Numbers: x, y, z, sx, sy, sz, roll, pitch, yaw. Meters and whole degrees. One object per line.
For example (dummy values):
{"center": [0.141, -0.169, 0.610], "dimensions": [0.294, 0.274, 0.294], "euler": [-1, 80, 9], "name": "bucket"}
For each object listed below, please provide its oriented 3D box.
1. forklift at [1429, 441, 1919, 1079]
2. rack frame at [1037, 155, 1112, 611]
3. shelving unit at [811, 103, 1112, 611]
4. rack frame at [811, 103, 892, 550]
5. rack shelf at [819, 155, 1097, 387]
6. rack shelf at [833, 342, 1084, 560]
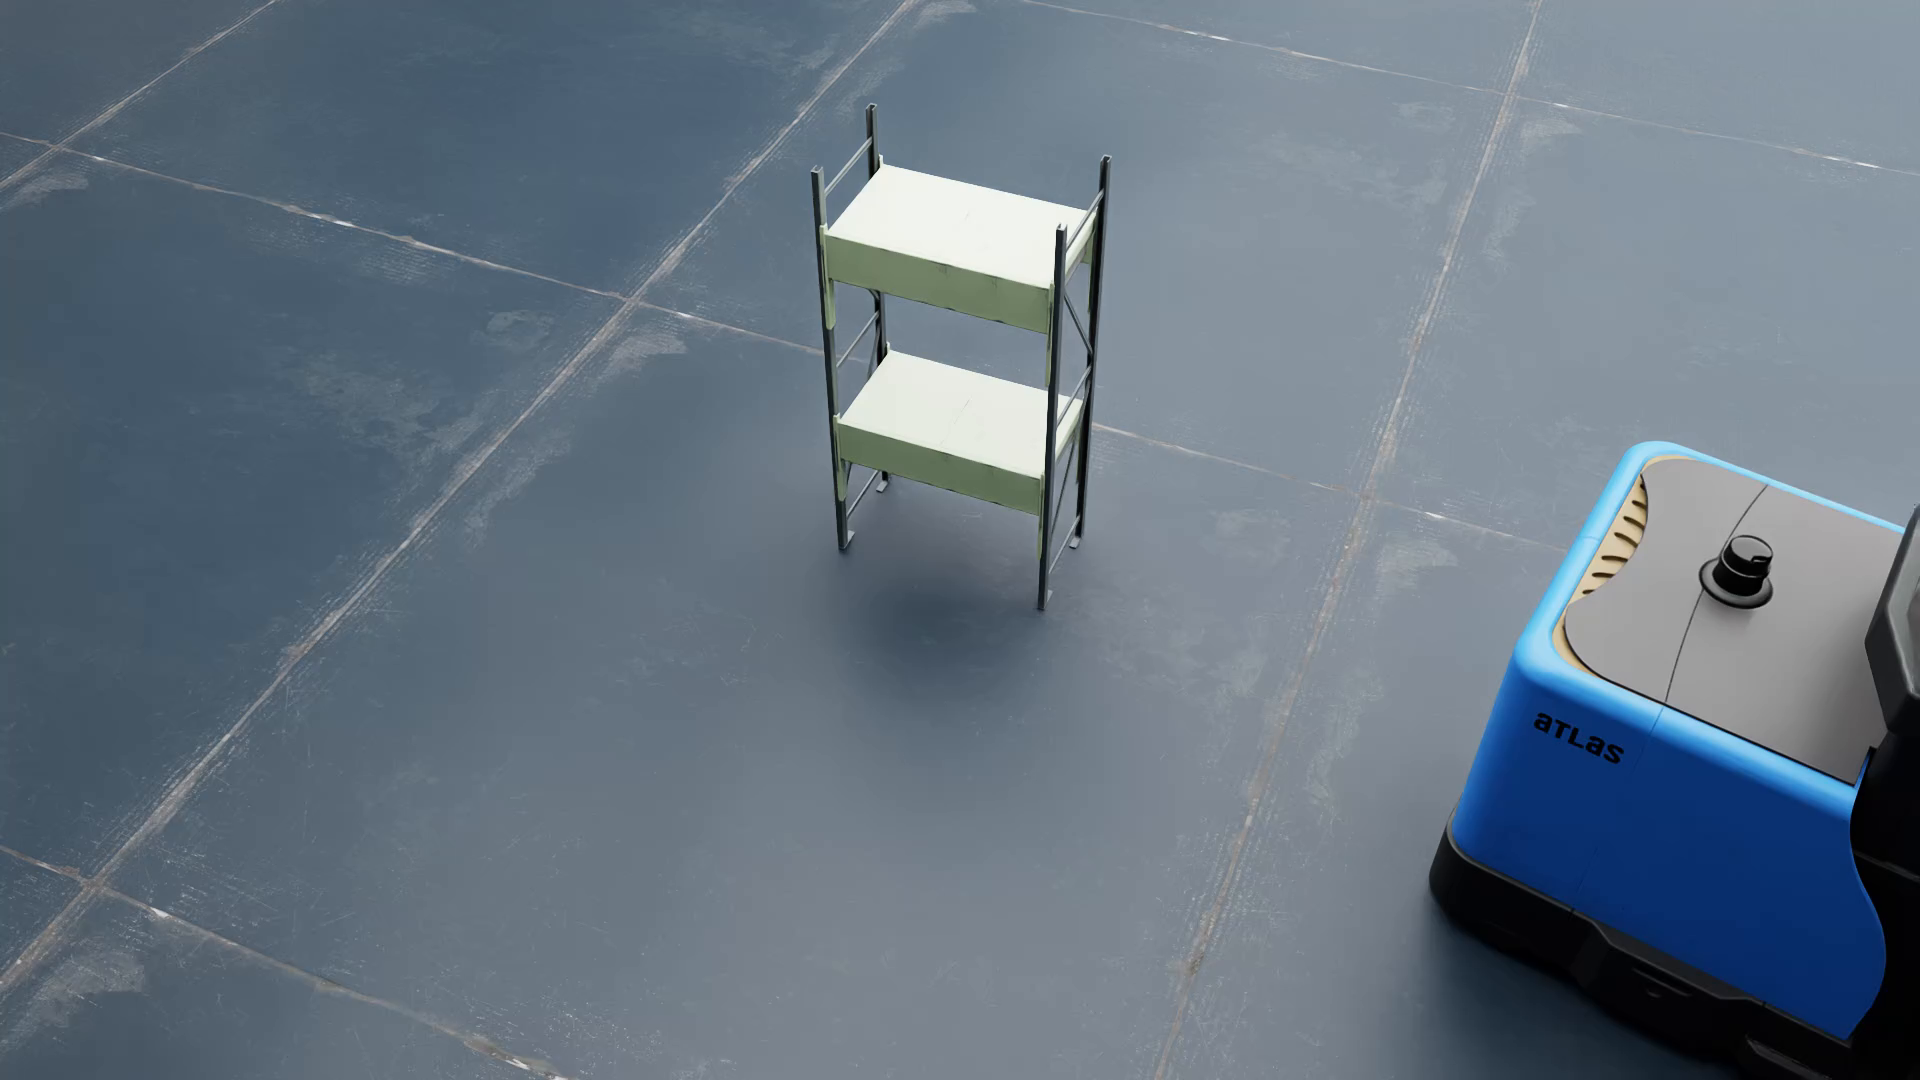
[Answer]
{"center": [2.830, 0.287, 3.384], "dimensions": [3.031, 2.935, 1.130], "euler": [25, 50, 23], "name": "forklift"}
{"center": [0.344, -0.430, 5.119], "dimensions": [0.023, 1.500, 0.400], "euler": [16, 47, 16], "name": "rack frame"}
{"center": [0.006, -0.530, 5.219], "dimensions": [0.755, 1.500, 0.431], "euler": [16, 47, 16], "name": "shelving unit"}
{"center": [-0.332, -0.629, 5.319], "dimensions": [0.023, 1.500, 0.400], "euler": [16, 47, 16], "name": "rack frame"}
{"center": [0.006, -0.807, 4.944], "dimensions": [0.720, 0.370, 0.431], "euler": [16, 47, 16], "name": "rack shelf"}
{"center": [0.006, -0.299, 5.449], "dimensions": [0.720, 0.370, 0.431], "euler": [16, 47, 16], "name": "rack shelf"}
